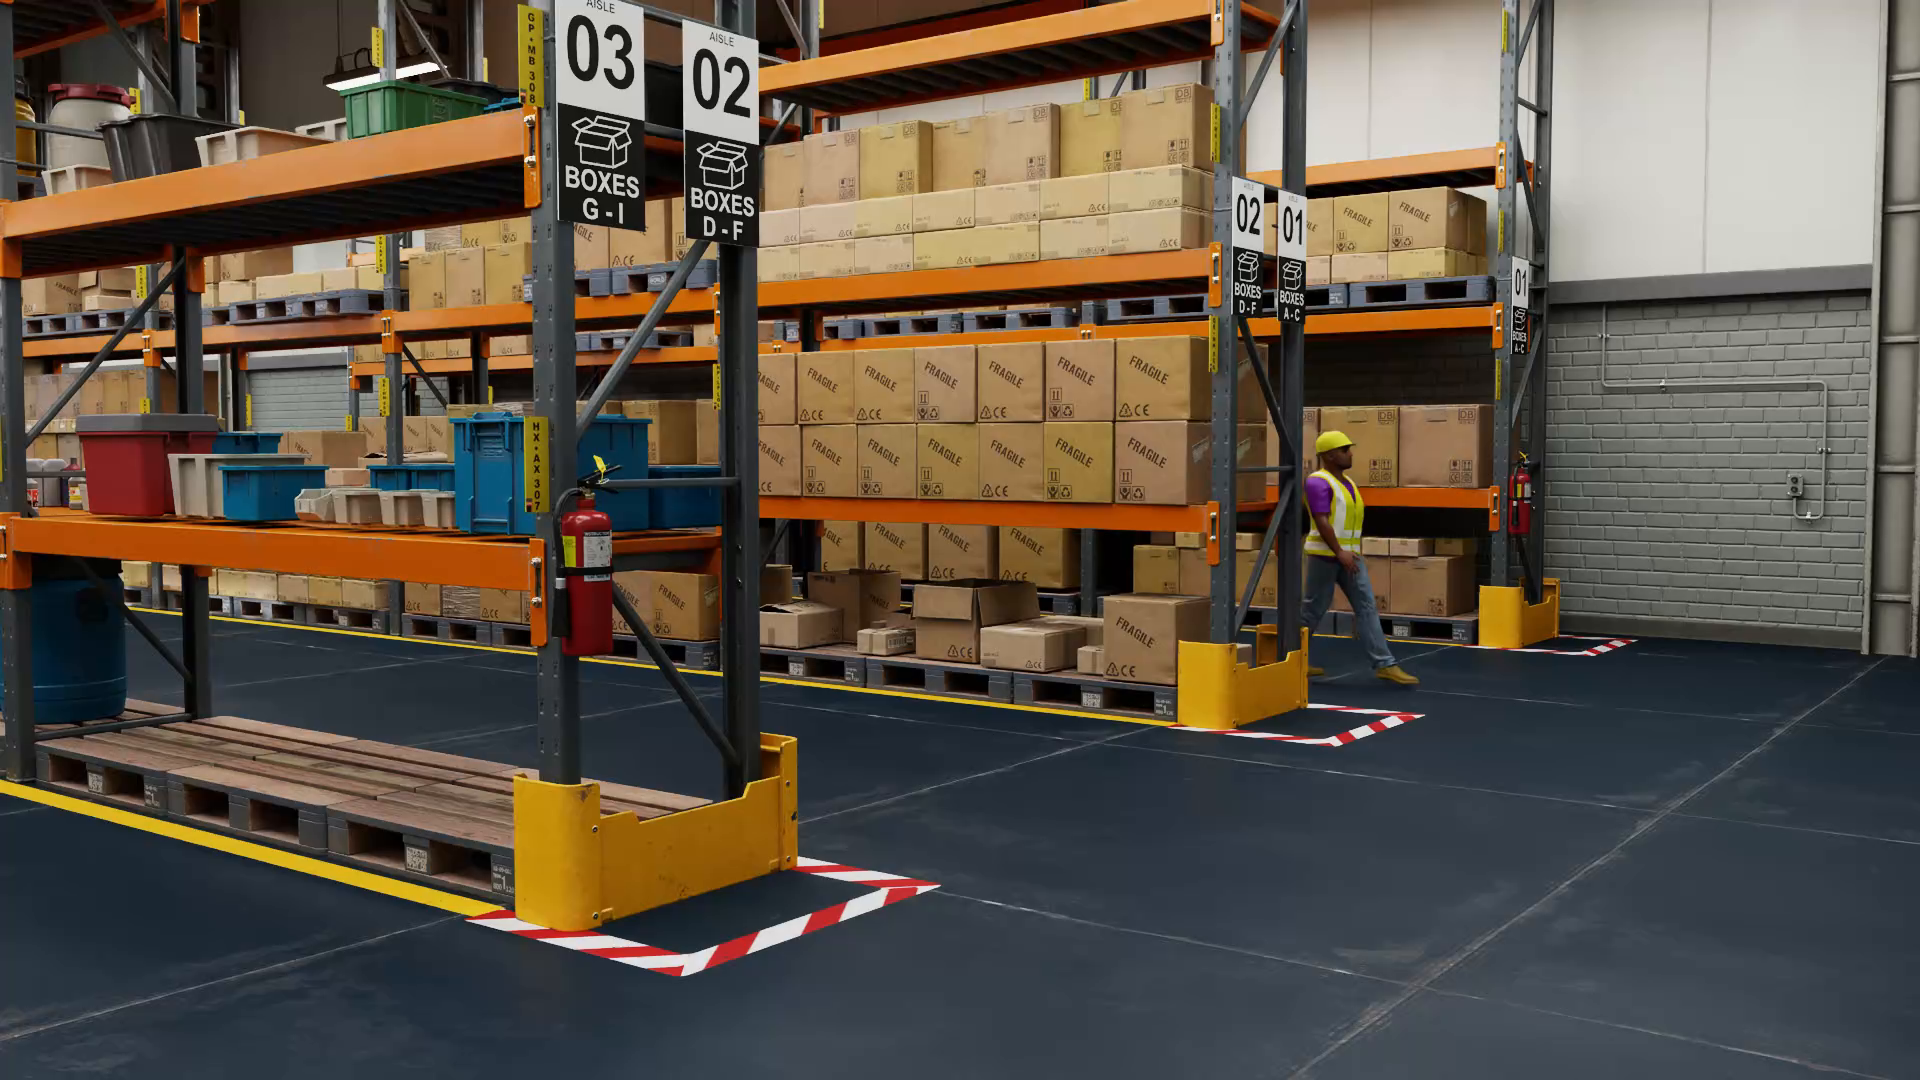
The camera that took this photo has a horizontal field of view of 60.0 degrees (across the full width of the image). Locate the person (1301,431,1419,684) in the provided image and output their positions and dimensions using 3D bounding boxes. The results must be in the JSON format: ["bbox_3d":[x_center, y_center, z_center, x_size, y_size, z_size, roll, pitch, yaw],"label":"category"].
[{"bbox_3d":[2.665,0.109,11.430,0.565,1.719,0.963,-3,4,-44],"label":"person"}]
